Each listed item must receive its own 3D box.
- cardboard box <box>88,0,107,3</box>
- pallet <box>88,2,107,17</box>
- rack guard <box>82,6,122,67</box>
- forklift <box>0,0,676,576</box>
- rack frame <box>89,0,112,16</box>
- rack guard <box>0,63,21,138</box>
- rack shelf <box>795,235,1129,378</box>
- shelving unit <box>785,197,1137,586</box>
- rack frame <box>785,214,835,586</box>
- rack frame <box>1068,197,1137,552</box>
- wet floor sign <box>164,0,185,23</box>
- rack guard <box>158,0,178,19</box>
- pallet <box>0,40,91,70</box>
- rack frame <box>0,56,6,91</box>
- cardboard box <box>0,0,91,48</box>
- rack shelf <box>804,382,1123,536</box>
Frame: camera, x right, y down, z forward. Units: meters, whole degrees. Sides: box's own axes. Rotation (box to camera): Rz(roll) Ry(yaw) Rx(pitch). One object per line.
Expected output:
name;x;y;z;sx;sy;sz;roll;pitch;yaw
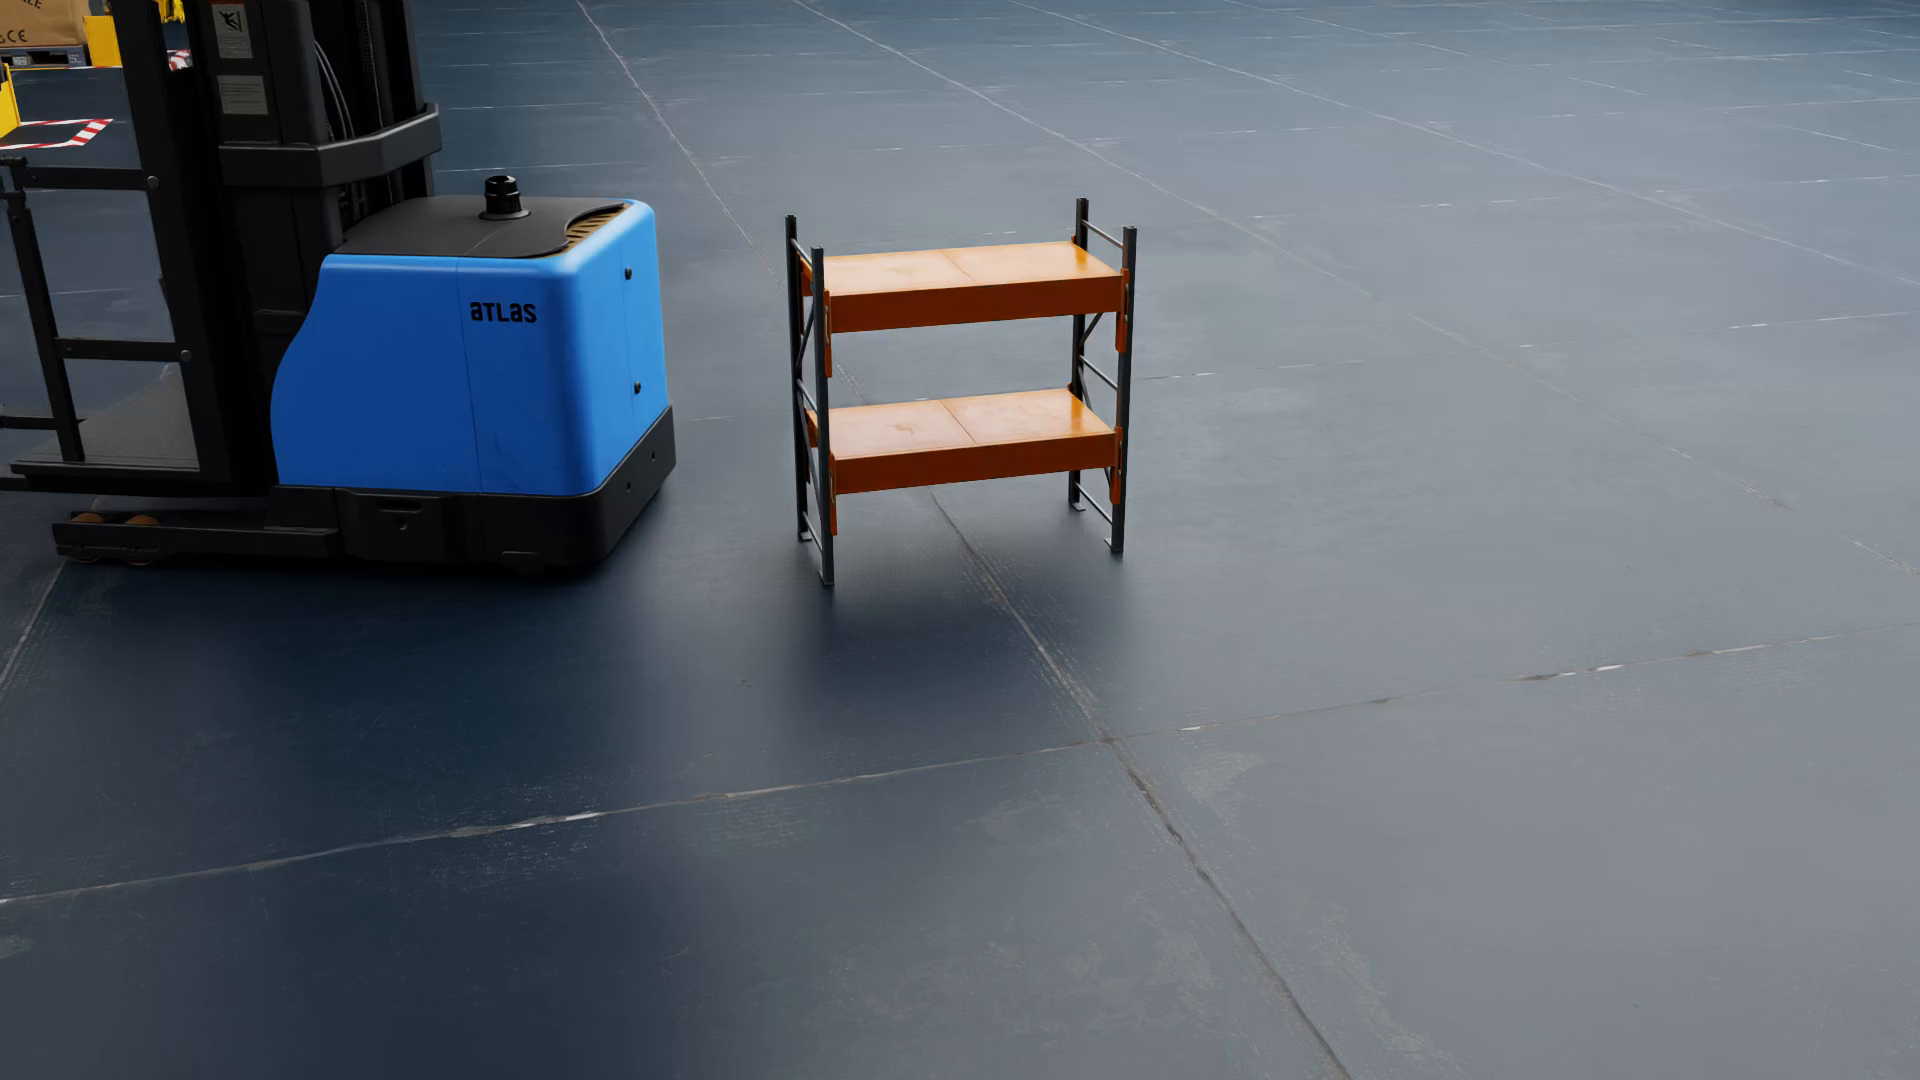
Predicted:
cardboard box;-11.224;-7.146;21.639;0.500;0.250;0.500;-6;24;-15
pallet;-11.360;-7.045;21.985;1.213;0.211;1.003;-6;24;-14
rack guard;-9.038;-5.393;17.769;0.348;0.500;1.175;-6;24;-14
forklift;-2.631;-1.463;5.527;3.031;2.935;1.130;3;23;6
rack frame;-9.061;-6.539;17.270;0.127;3.000;1.000;-6;24;-14
rack guard;-7.891;-3.489;13.330;0.348;0.500;1.175;-6;24;-14
rack shelf;-0.007;-0.785;5.495;1.000;0.278;0.538;-6;24;-14
shelving unit;-0.007;-0.516;5.610;1.048;1.125;0.538;-6;24;-14
rack frame;-0.496;-0.462;5.484;0.032;1.125;0.500;-6;24;-14
rack frame;0.483;-0.570;5.736;0.032;1.125;0.500;-6;24;-14
wet floor sign;-10.023;-6.940;21.189;0.232;0.644;0.267;2;23;4
rack guard;-10.568;-7.251;22.098;0.348;0.500;1.175;-6;24;-14
pallet;-9.809;-5.143;17.552;1.213;0.211;1.003;-6;24;-14
rack frame;-7.818;-4.645;12.856;0.127;3.000;1.000;-6;24;-14
cardboard box;-9.696;-5.659;17.379;0.875;0.875;0.875;-6;24;-14
rack shelf;-0.007;-0.292;5.706;1.000;0.278;0.538;-6;24;-14
